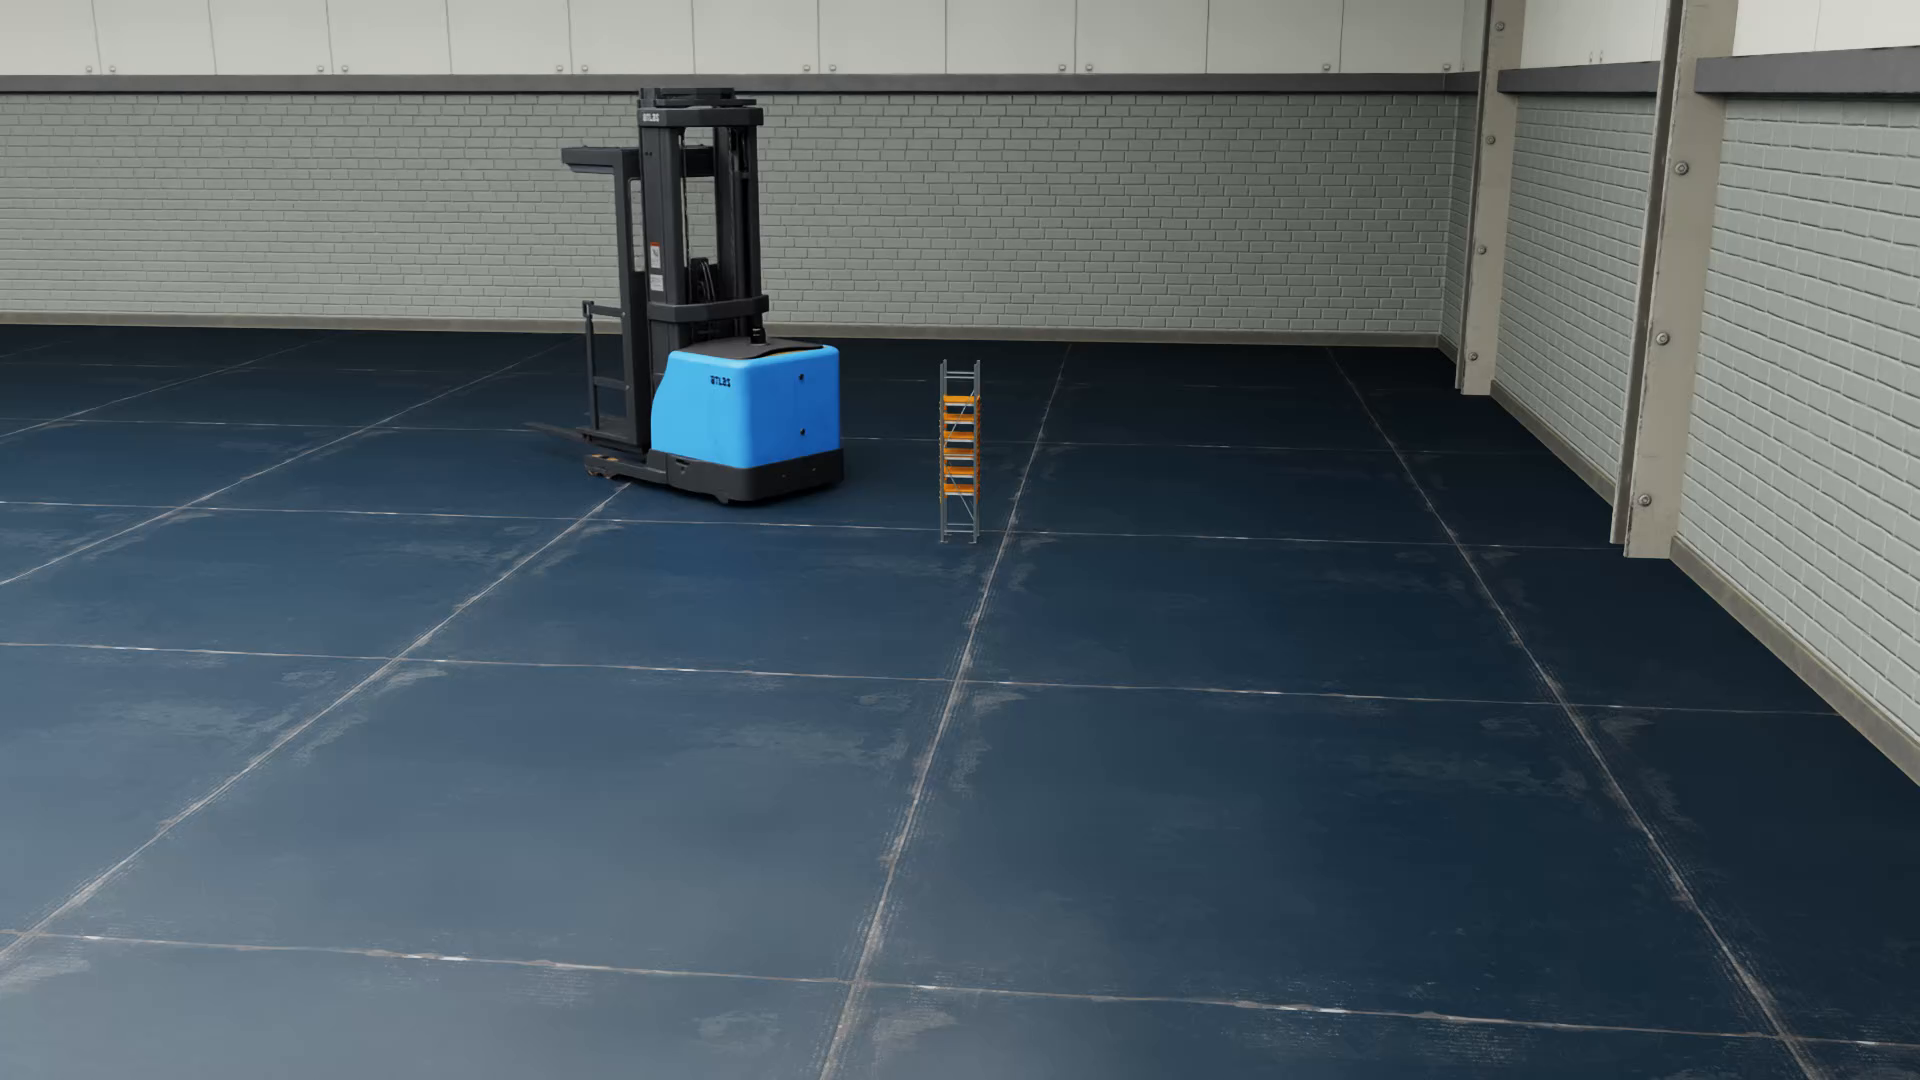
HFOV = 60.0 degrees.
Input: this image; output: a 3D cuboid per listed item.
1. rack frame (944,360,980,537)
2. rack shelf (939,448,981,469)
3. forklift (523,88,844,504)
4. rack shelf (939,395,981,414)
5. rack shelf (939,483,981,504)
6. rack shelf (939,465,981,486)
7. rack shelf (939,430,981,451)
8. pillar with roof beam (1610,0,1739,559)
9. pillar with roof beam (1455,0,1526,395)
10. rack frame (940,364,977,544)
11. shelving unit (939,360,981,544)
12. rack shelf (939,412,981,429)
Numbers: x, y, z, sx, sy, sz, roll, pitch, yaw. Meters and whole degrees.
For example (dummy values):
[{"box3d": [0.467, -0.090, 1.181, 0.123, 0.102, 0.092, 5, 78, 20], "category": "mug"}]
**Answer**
[{"box3d": [0.012, -0.607, 11.107, 0.240, 1.200, 0.006, 2, 15, 6], "category": "rack frame"}, {"box3d": [0.002, -0.540, 11.031, 0.258, 0.103, 0.180, 2, 15, 6], "category": "rack shelf"}, {"box3d": [-2.315, -1.978, 12.861, 3.031, 2.935, 1.130, 13, 20, 40], "category": "forklift"}, {"box3d": [0.002, -0.888, 10.937, 0.258, 0.103, 0.180, 2, 15, 6], "category": "rack shelf"}, {"box3d": [0.002, -0.308, 11.094, 0.258, 0.103, 0.180, 2, 15, 6], "category": "rack shelf"}, {"box3d": [0.002, -0.424, 11.062, 0.258, 0.103, 0.180, 2, 15, 6], "category": "rack shelf"}, {"box3d": [0.002, -0.656, 11.000, 0.258, 0.103, 0.180, 2, 15, 6], "category": "rack shelf"}, {"box3d": [0.201, -4.406, 10.217, 9.100, 9.000, 0.400, 2, 15, 6], "category": "pillar with roof beam"}, {"box3d": [0.878, -5.962, 15.972, 9.100, 9.000, 0.400, 2, 15, 6], "category": "pillar with roof beam"}, {"box3d": [-0.009, -0.559, 10.932, 0.240, 1.200, 0.006, 2, 15, 6], "category": "rack frame"}, {"box3d": [0.002, -0.583, 11.019, 0.258, 1.200, 0.189, 2, 15, 6], "category": "shelving unit"}, {"box3d": [0.002, -0.772, 10.968, 0.258, 0.103, 0.180, 2, 15, 6], "category": "rack shelf"}]
